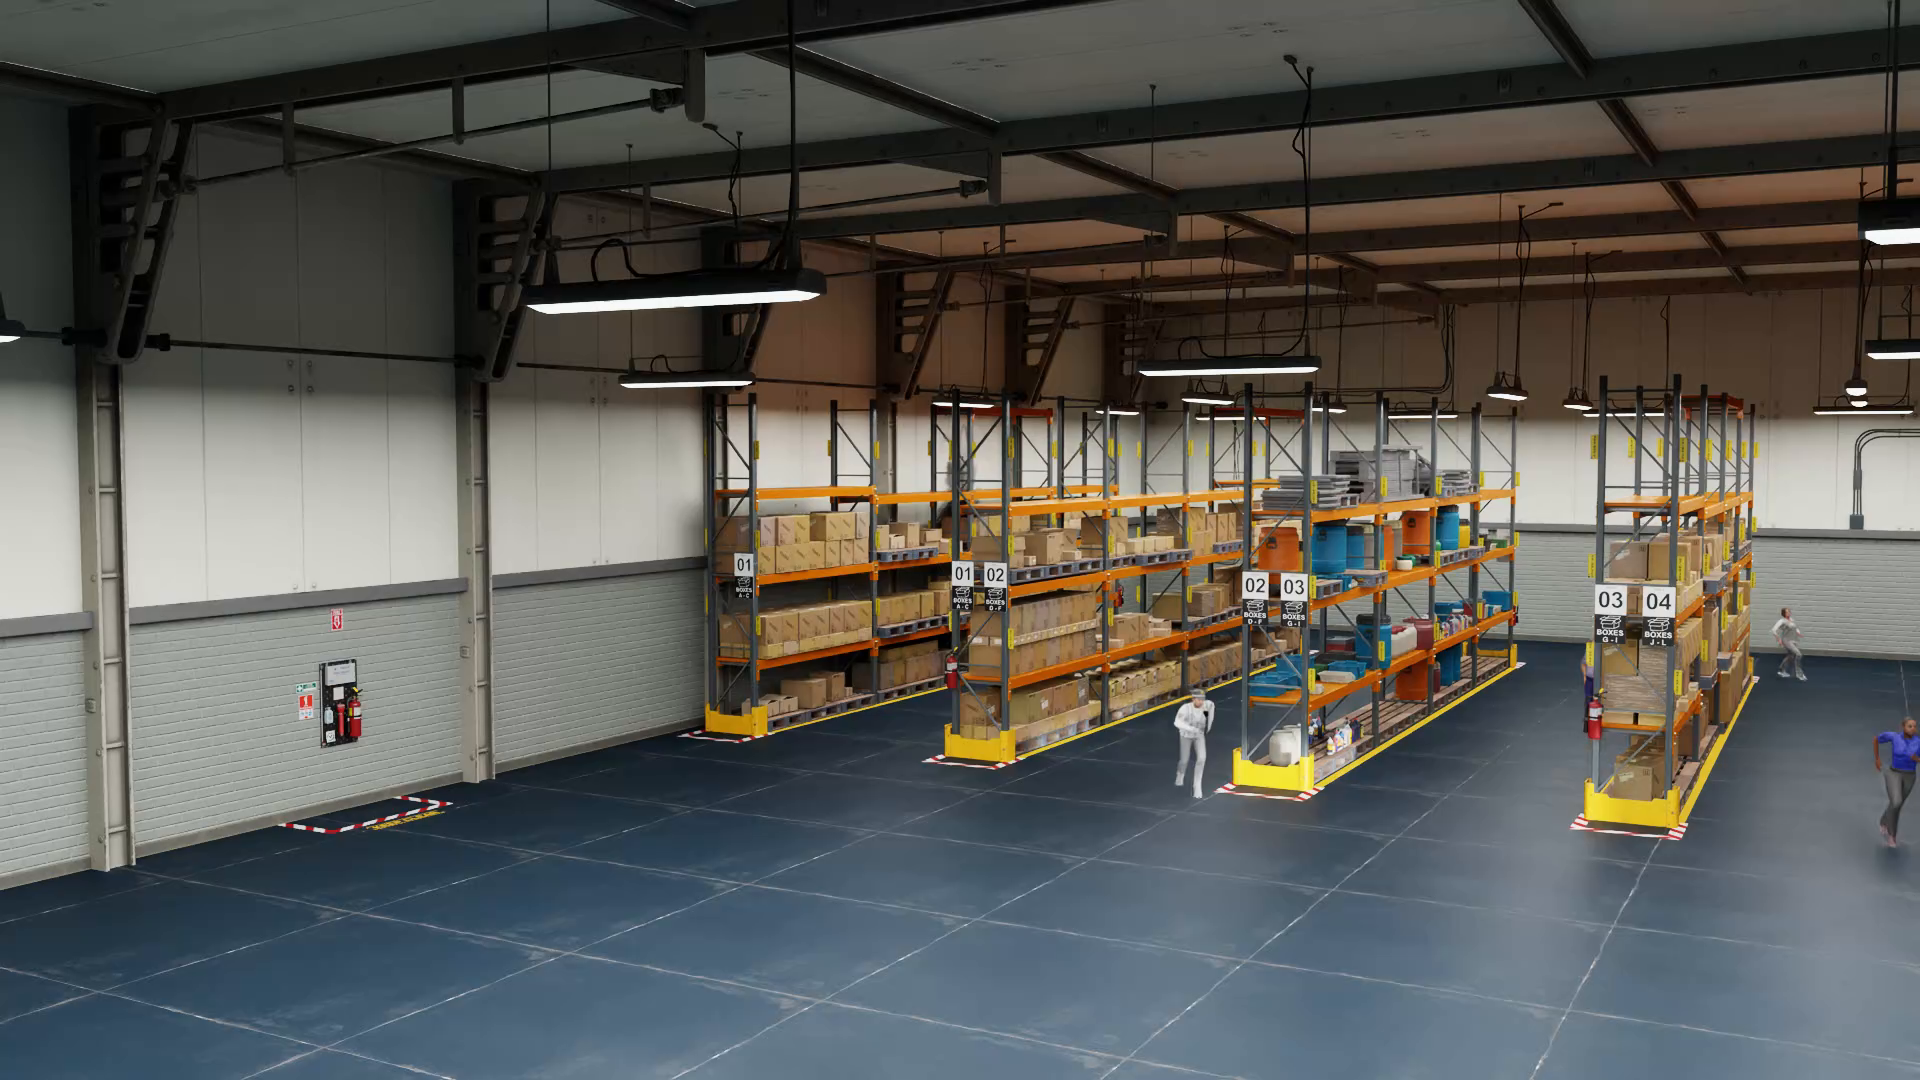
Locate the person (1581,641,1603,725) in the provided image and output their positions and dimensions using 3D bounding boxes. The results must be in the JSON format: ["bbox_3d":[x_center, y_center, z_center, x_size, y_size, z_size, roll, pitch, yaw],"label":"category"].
[{"bbox_3d":[11.387,2.584,29.761,0.586,1.613,0.576,2,3,27],"label":"person"}]

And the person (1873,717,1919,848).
[{"bbox_3d":[11.971,3.074,21.182,0.569,1.685,0.817,1,3,10],"label":"person"}]

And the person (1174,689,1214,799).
[{"bbox_3d":[3.382,2.928,24.259,0.655,1.613,0.948,-1,3,-11],"label":"person"}]

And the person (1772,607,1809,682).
[{"bbox_3d":[18.091,2.265,36.199,0.574,1.589,0.719,-2,4,-37],"label":"person"}]
